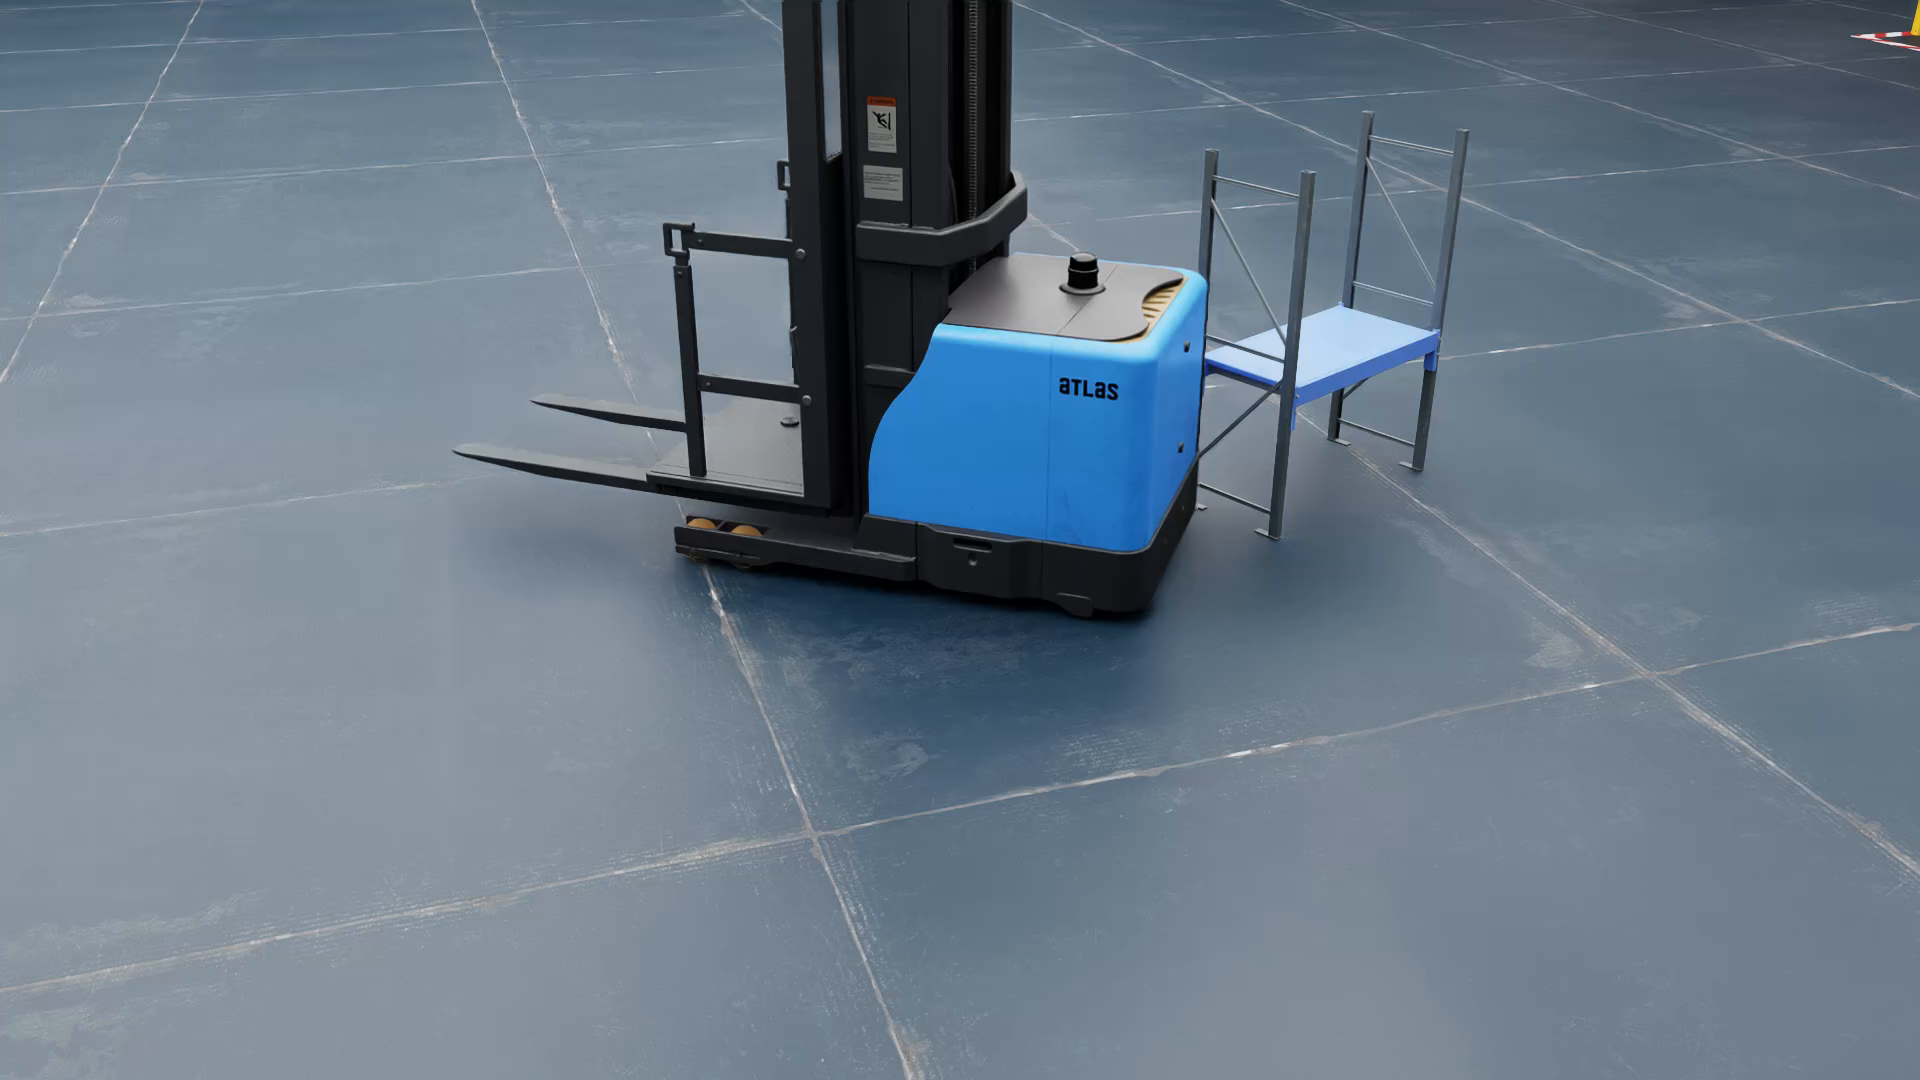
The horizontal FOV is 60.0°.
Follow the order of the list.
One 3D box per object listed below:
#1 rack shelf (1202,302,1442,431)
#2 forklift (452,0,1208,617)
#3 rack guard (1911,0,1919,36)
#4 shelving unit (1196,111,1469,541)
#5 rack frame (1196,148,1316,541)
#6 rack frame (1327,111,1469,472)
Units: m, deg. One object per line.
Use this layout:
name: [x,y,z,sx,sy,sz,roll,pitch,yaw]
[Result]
rack shelf: [1.500,-0.746,6.970,1.000,0.185,0.538,-22,34,-37]
forklift: [-0.603,-1.411,6.297,3.031,2.935,1.130,9,28,17]
rack guard: [10.301,-5.321,16.905,0.348,0.500,1.175,-8,28,-16]
shelving unit: [1.500,-0.907,6.890,1.048,1.500,0.538,-22,34,-37]
rack frame: [1.125,-0.754,6.583,0.032,1.500,0.500,-22,34,-37]
rack frame: [1.876,-1.059,7.196,0.032,1.500,0.500,-22,34,-37]
